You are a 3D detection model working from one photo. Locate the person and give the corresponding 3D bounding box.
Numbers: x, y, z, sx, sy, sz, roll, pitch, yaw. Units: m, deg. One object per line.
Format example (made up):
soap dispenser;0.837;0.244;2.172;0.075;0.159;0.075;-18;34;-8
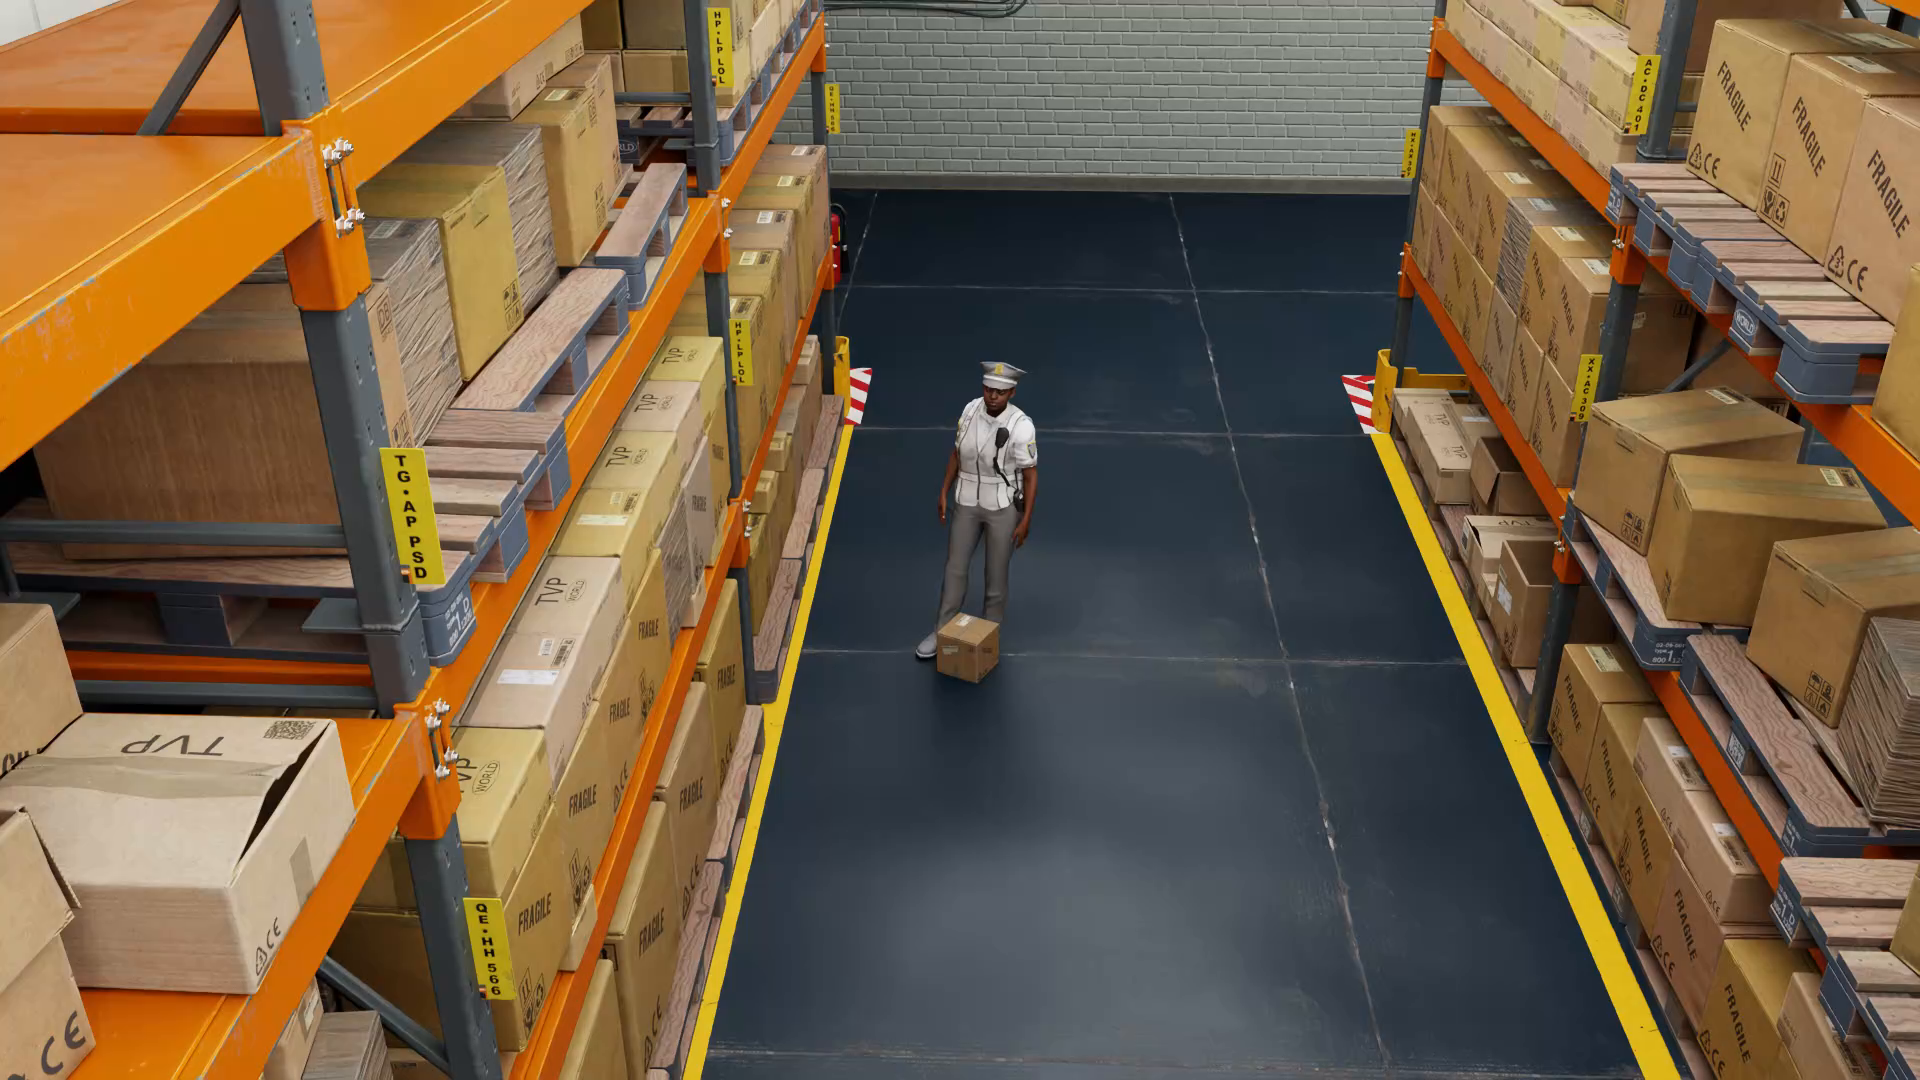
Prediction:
person;0.105;-0.152;8.852;0.569;1.695;0.530;14;31;24
